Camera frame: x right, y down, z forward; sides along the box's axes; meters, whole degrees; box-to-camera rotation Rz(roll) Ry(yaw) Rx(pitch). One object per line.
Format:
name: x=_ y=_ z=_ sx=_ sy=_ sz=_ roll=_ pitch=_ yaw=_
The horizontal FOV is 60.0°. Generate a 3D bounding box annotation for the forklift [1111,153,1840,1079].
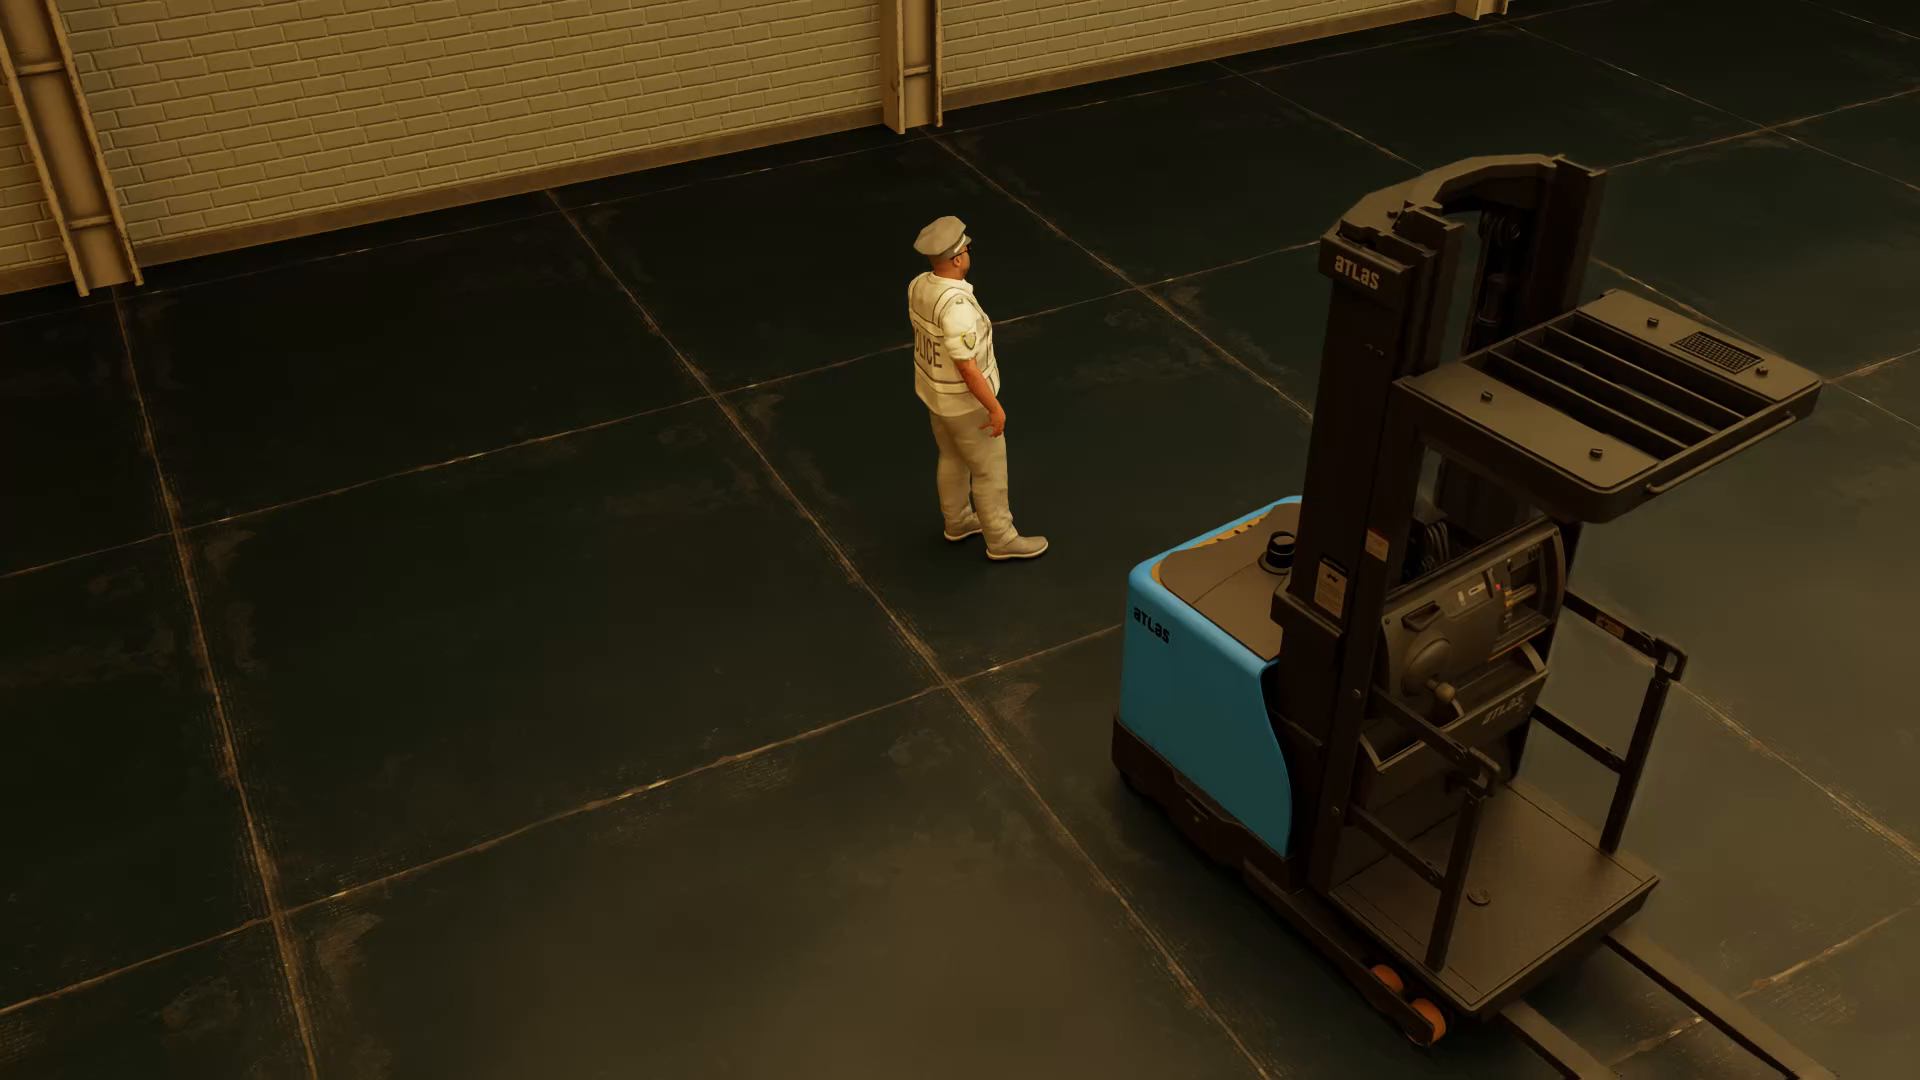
forklift: x=1.925 y=0.320 z=5.671 sx=1.130 sy=2.935 sz=3.031 roll=-23 pitch=41 yaw=-28

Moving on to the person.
person: x=0.074 y=-0.749 z=8.165 sx=0.574 sy=1.780 sz=0.641 roll=-17 pitch=39 yaw=-23
